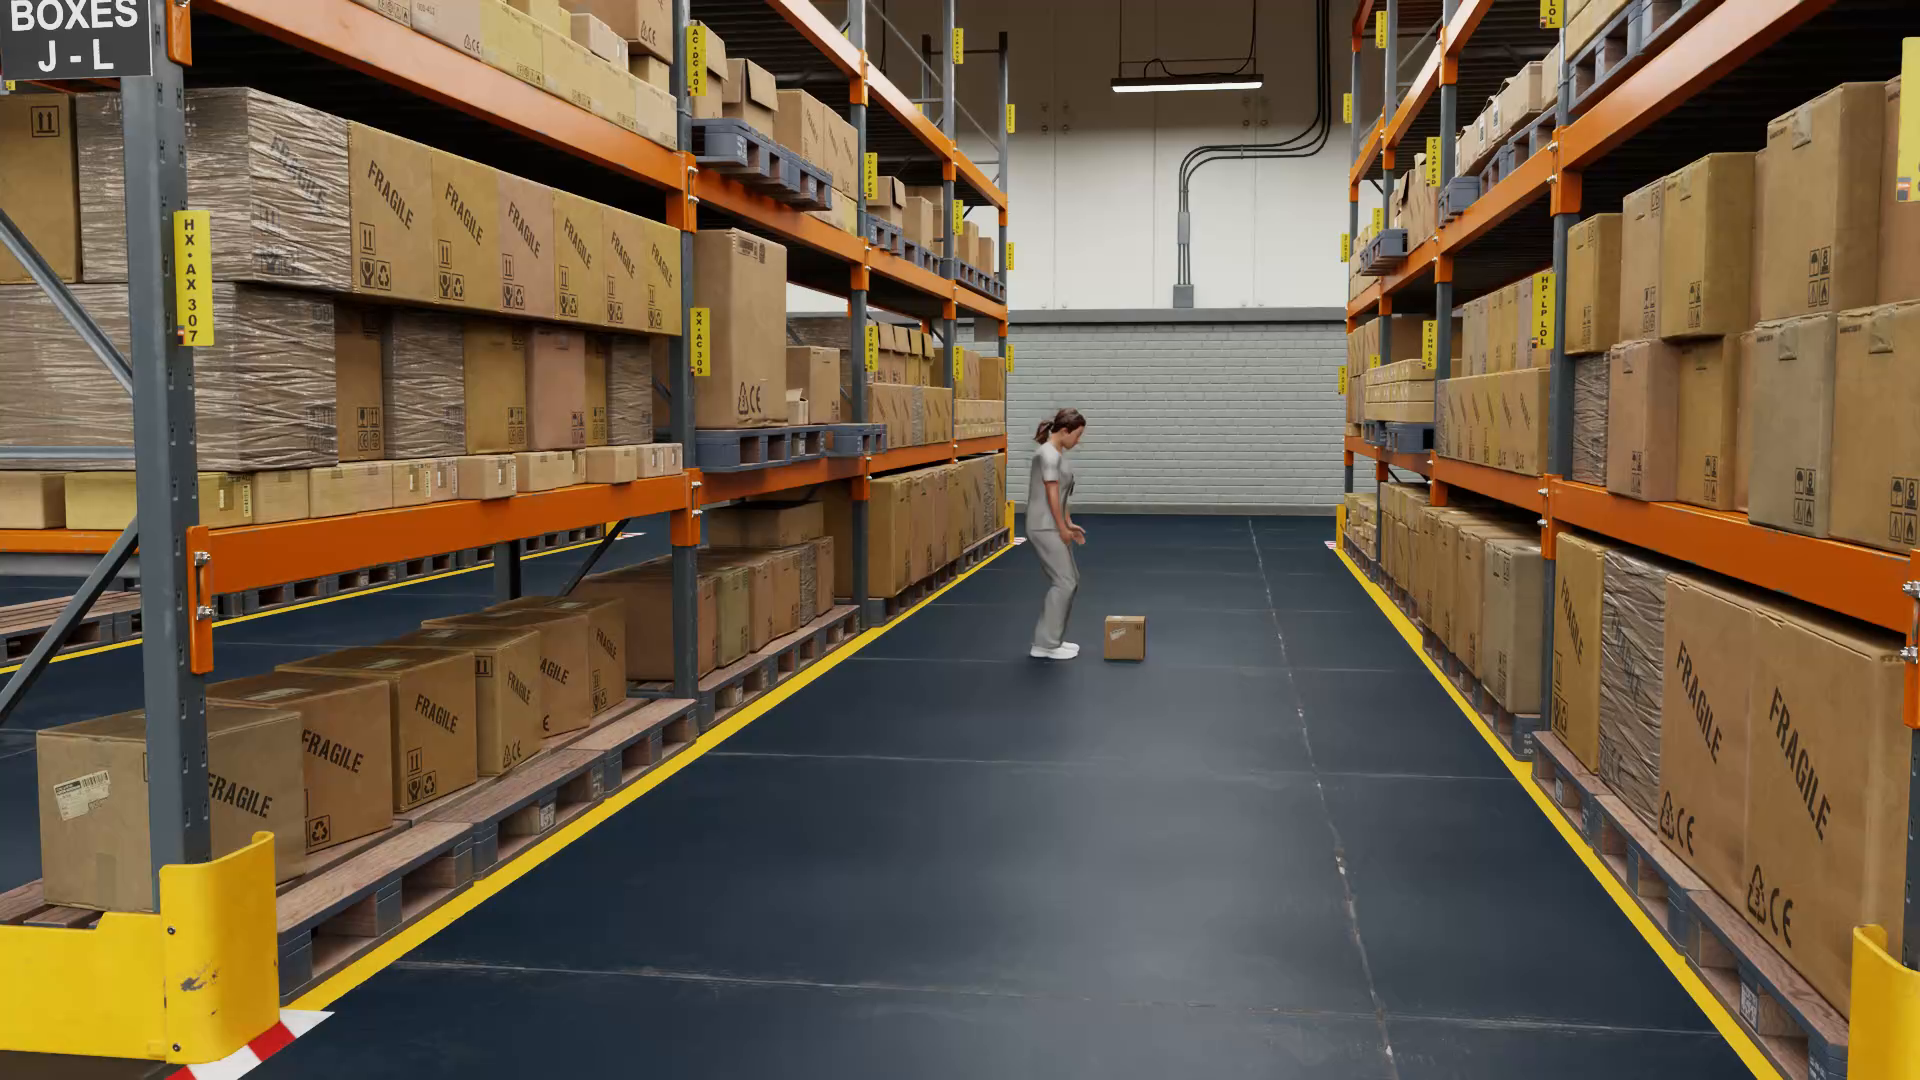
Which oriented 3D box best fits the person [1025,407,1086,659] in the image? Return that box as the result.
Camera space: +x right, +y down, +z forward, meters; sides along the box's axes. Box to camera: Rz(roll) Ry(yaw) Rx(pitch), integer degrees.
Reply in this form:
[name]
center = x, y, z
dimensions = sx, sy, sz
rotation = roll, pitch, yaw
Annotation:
[person]
center = 0.626, -0.039, 10.888
dimensions = 0.387, 1.602, 0.461
rotation = 1, 5, 10
